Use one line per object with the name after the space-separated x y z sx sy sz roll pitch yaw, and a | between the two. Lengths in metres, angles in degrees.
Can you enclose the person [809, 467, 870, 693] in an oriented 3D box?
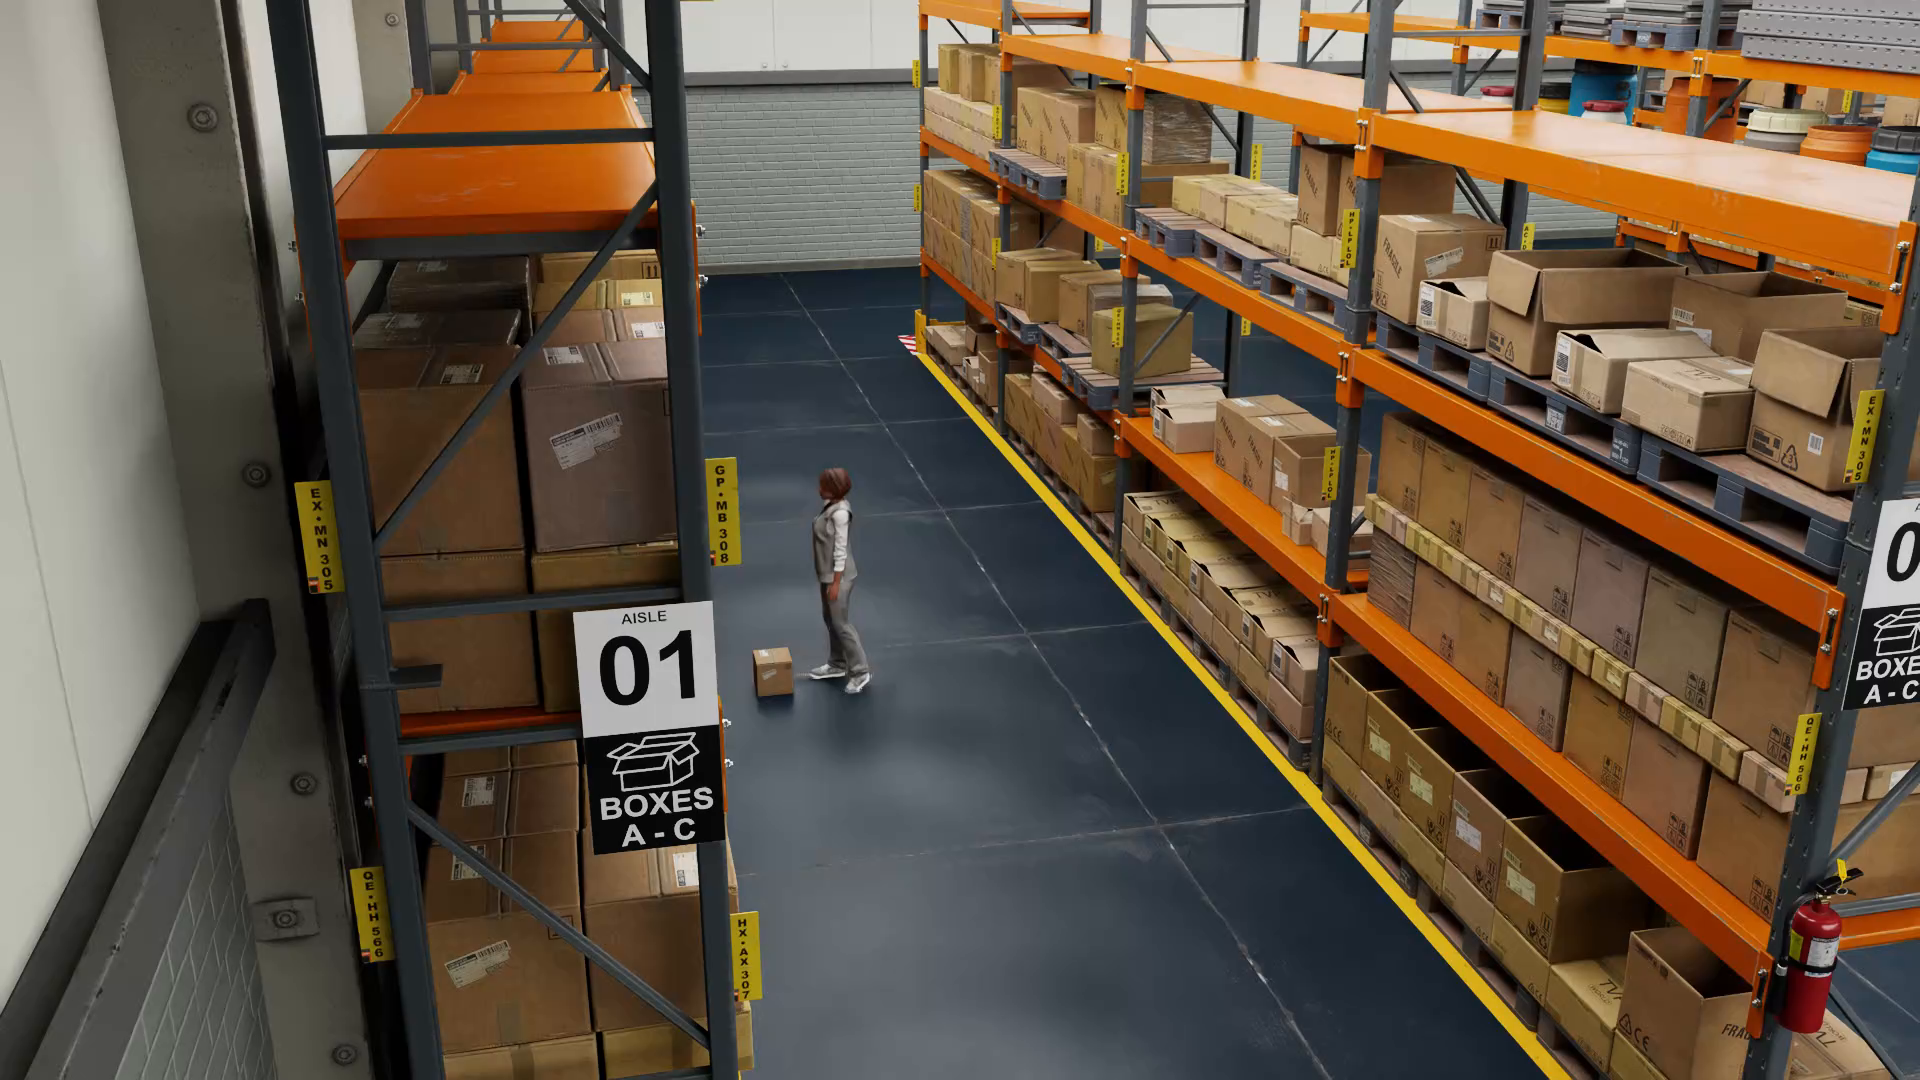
-0.859 0.289 11.618 0.408 1.662 0.414 -4 20 -11 | person
